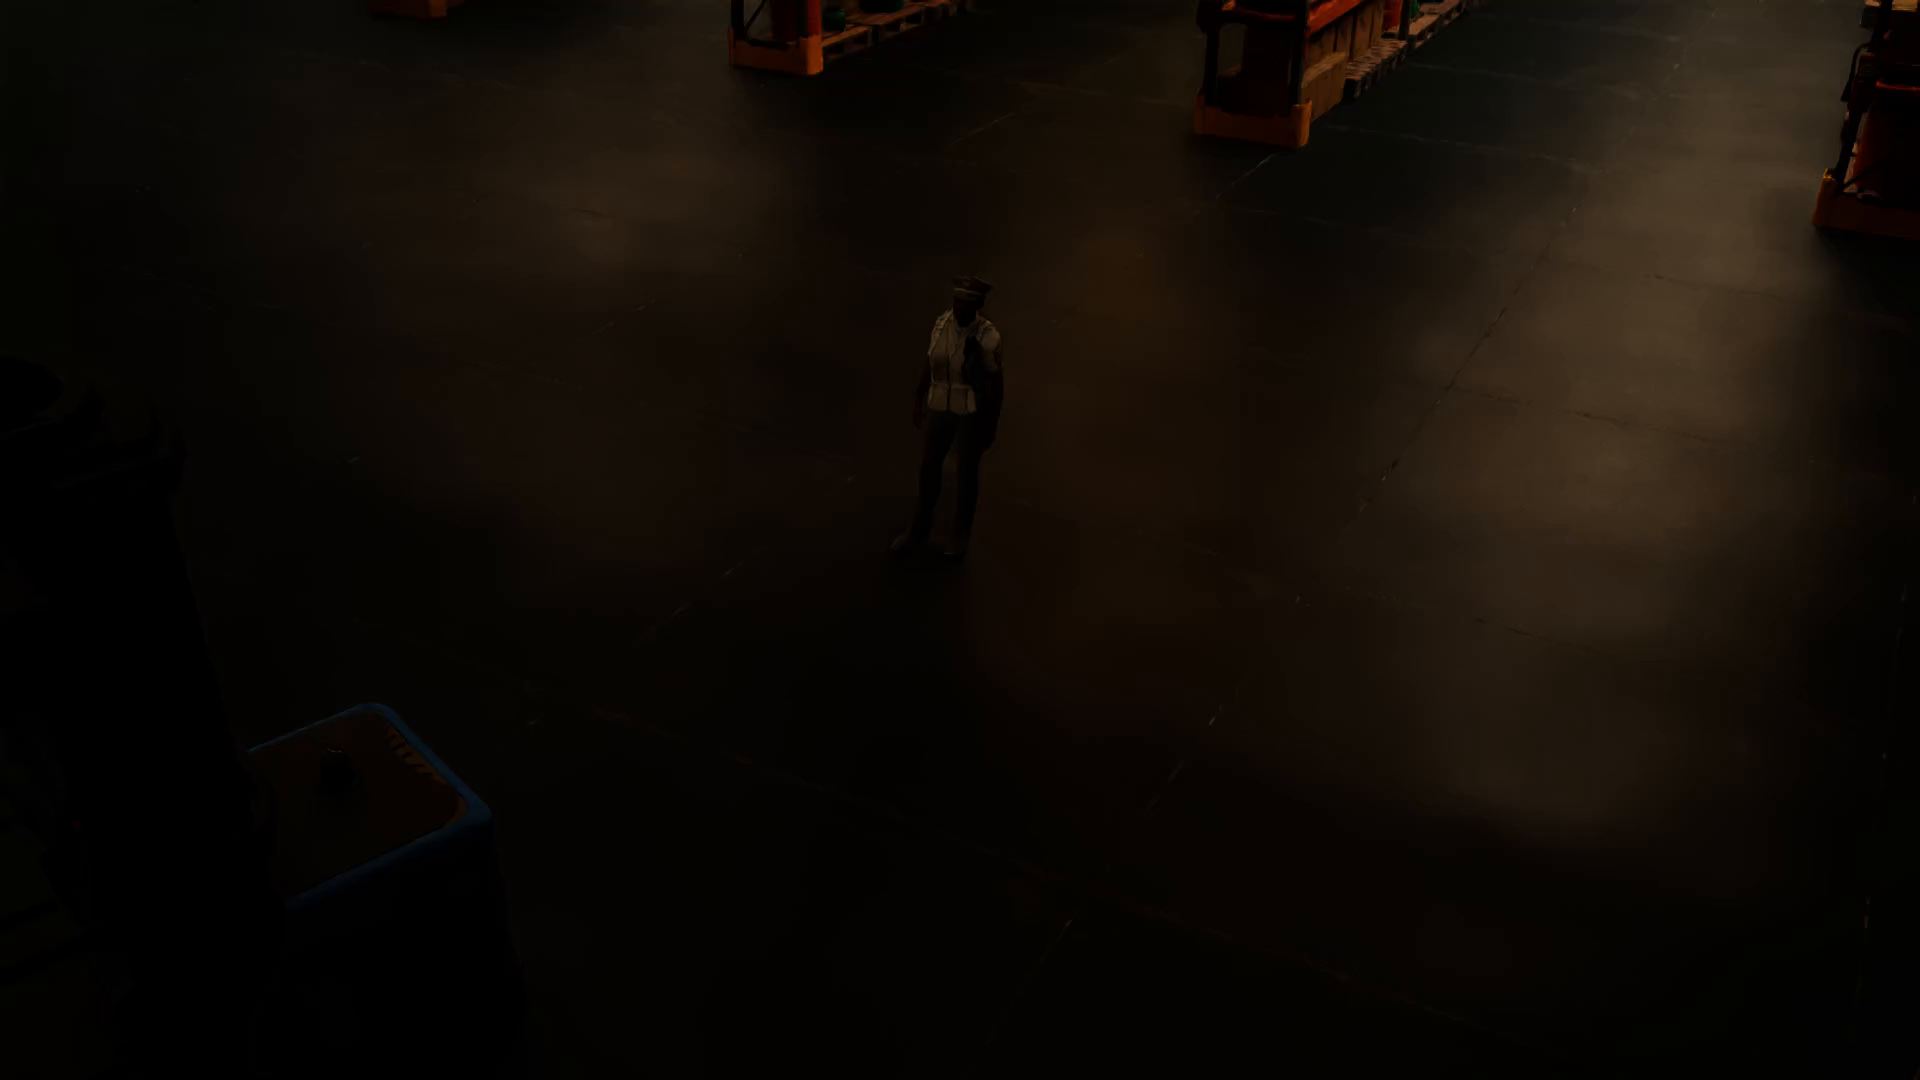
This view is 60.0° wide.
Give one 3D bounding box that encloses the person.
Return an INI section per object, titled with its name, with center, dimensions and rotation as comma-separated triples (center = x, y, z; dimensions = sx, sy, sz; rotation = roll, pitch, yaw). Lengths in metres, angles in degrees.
[person]
center = -0.054, -0.712, 9.527
dimensions = 0.570, 1.695, 0.529
rotation = 15, 33, 25

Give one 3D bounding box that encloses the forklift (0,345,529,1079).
[forklift]
center = -3.162, 0.962, 5.403
dimensions = 3.031, 2.935, 1.130
rotation = -24, 37, -35
